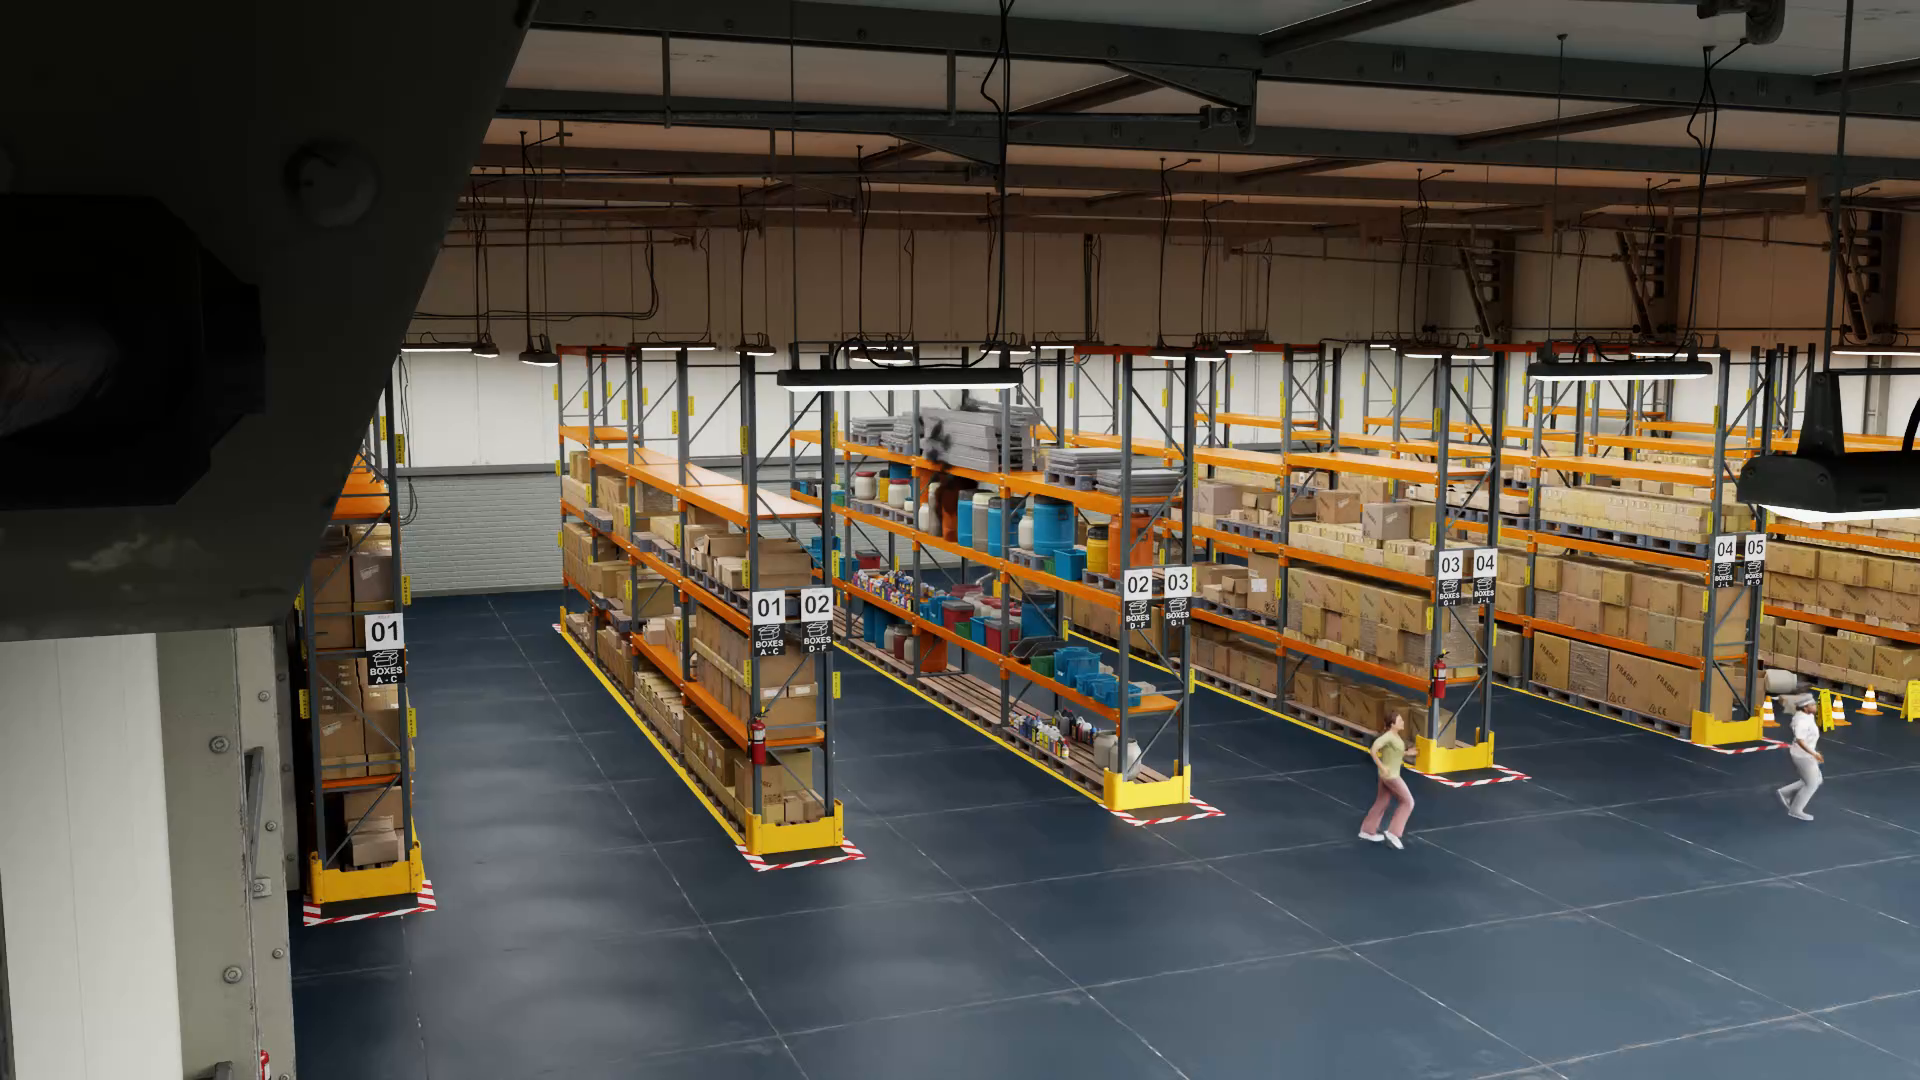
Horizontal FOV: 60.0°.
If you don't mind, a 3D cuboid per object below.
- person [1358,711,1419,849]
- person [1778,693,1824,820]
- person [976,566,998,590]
[{"bbox_3d":[5.271,2.934,20.423,0.698,1.712,0.547,2,7,12],"label":"person"},{"bbox_3d":[10.908,2.789,21.539,0.517,1.669,0.579,3,8,23],"label":"person"},{"bbox_3d":[0.772,0.518,39.637,0.800,1.588,0.574,-1,7,-10],"label":"person"}]
